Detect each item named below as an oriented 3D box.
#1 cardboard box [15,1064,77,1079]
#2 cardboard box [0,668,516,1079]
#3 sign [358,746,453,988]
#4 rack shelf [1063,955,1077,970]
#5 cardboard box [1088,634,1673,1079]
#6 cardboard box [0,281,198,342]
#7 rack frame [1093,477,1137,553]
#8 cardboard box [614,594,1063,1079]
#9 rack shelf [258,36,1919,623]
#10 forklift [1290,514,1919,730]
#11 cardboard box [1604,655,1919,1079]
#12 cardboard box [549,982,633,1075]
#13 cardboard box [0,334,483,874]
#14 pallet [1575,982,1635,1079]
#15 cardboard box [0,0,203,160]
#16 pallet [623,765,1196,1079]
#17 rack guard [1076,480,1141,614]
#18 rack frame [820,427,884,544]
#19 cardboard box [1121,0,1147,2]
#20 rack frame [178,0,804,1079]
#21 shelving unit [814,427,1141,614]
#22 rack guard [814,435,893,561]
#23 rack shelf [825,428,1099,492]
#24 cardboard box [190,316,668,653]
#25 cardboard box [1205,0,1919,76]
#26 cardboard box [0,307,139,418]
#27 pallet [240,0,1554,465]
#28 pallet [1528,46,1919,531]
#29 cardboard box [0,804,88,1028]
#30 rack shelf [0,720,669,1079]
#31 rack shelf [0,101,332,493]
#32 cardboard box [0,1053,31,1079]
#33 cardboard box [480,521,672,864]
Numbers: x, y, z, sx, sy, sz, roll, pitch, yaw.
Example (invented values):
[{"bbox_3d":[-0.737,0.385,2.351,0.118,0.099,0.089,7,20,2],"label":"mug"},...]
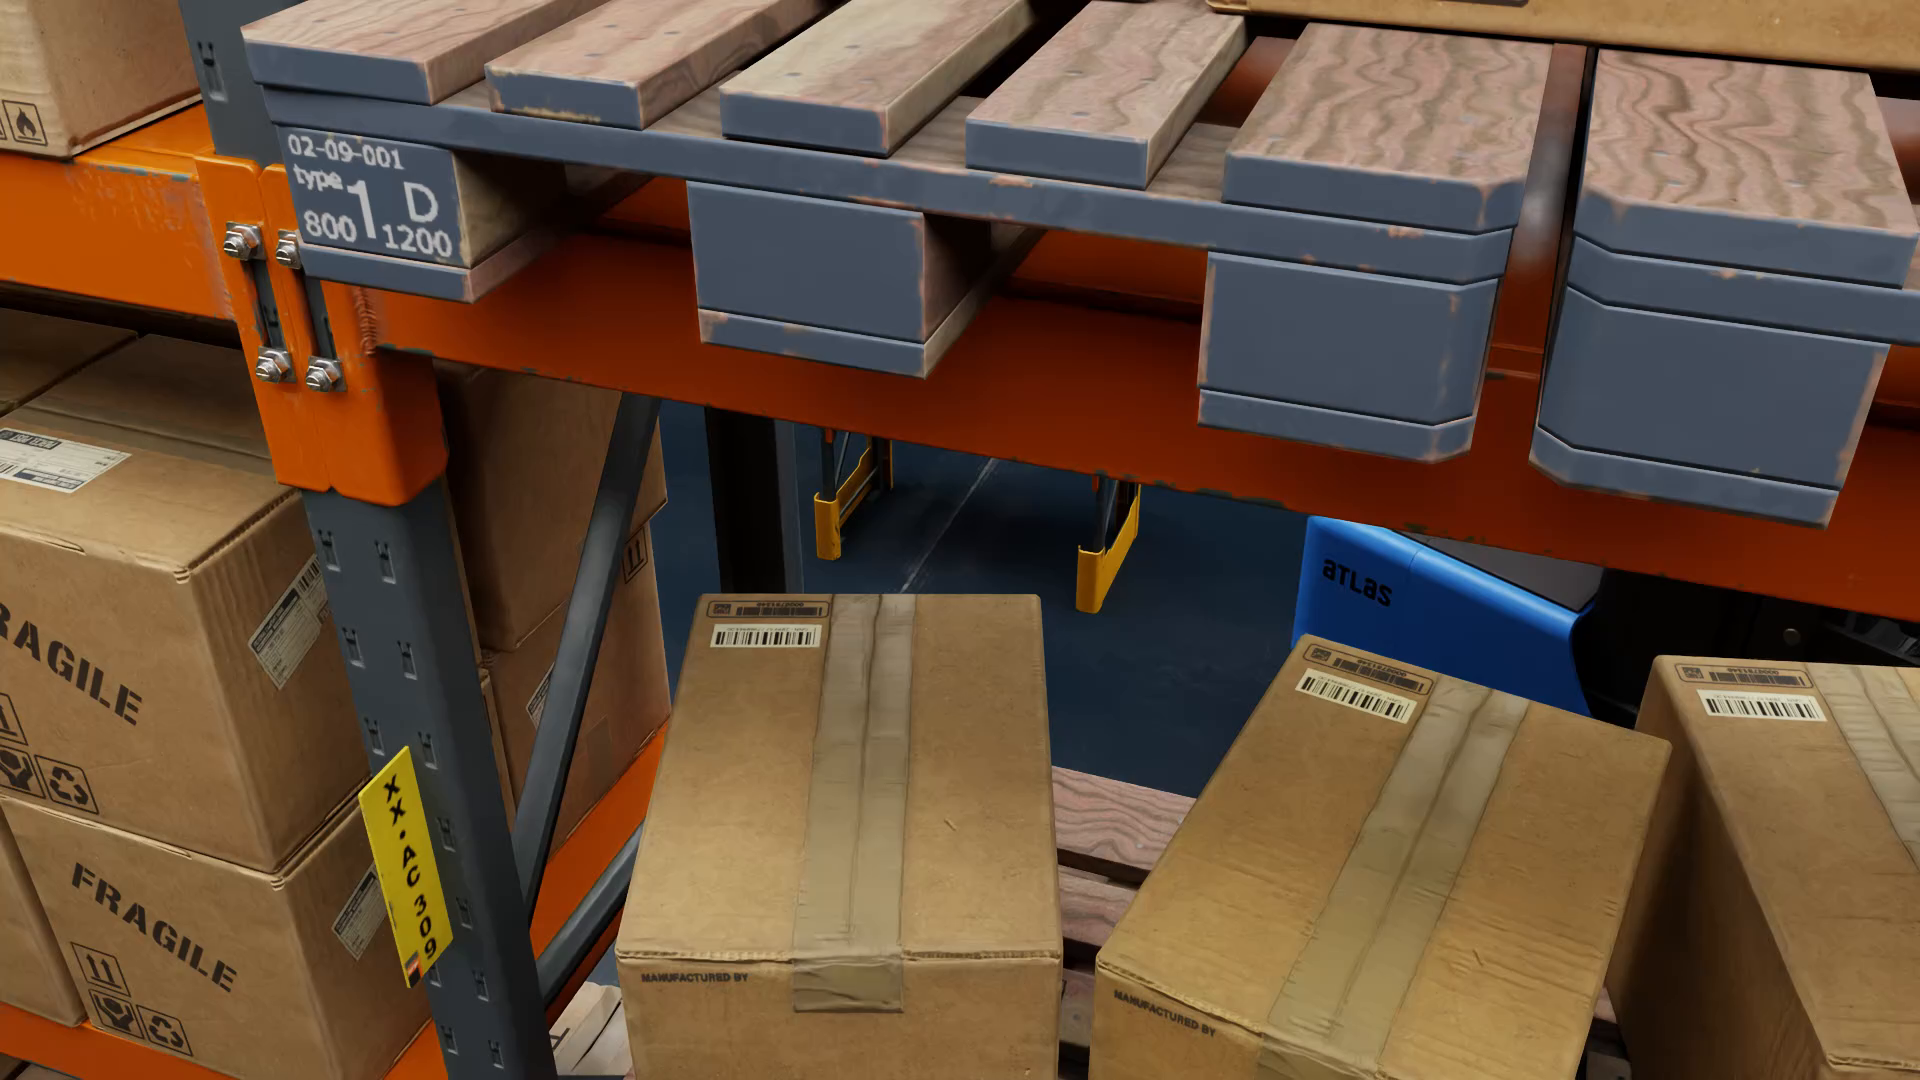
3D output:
[{"bbox_3d":[-1.842,1.340,3.482,0.500,0.311,0.500,11,34,16],"label":"cardboard box"},{"bbox_3d":[-1.061,0.490,2.634,0.500,0.500,0.500,12,35,17],"label":"cardboard box"},{"bbox_3d":[-0.680,0.407,2.056,0.005,0.325,0.100,11,34,16],"label":"sign"},{"bbox_3d":[1.379,1.160,2.350,4.000,0.370,1.077,11,34,16],"label":"rack shelf"},{"bbox_3d":[0.535,0.568,2.125,0.500,0.500,0.700,17,36,24],"label":"cardboard box"},{"bbox_3d":[-1.339,-0.294,2.926,0.500,0.500,0.500,10,34,15],"label":"cardboard box"},{"bbox_3d":[0.559,-0.521,5.675,0.032,1.500,0.500,11,34,16],"label":"rack frame"},{"bbox_3d":[-0.134,0.475,2.270,0.500,0.500,0.700,0,33,0],"label":"cardboard box"},{"bbox_3d":[1.379,-0.100,1.537,4.000,0.370,1.077,11,34,16],"label":"rack shelf"},{"bbox_3d":[2.314,-0.048,3.622,1.130,2.935,3.031,-28,42,-36],"label":"forklift"},{"bbox_3d":[1.180,0.566,2.129,0.500,0.500,0.700,3,33,4],"label":"cardboard box"},{"bbox_3d":[-0.826,1.250,3.622,0.500,0.311,0.500,11,34,16],"label":"cardboard box"},{"bbox_3d":[-1.068,0.070,2.362,0.500,0.500,0.500,11,34,17],"label":"cardboard box"},{"bbox_3d":[1.429,0.951,2.188,1.213,0.211,1.003,11,34,16],"label":"pallet"},{"bbox_3d":[-1.052,-0.658,1.877,0.500,0.250,0.500,11,34,16],"label":"cardboard box"},{"bbox_3d":[0.211,0.775,2.461,1.213,0.211,1.003,11,34,16],"label":"pallet"},{"bbox_3d":[0.541,0.000,6.019,0.087,0.250,0.587,11,34,16],"label":"rack guard"},{"bbox_3d":[-0.398,-0.707,5.963,0.032,1.500,0.500,11,34,16],"label":"rack frame"},{"bbox_3d":[-0.055,-0.899,1.539,0.600,0.600,0.600,8,34,12],"label":"cardboard box"},{"bbox_3d":[-0.505,0.494,2.720,0.053,2.616,0.949,11,34,16],"label":"rack frame"},{"bbox_3d":[0.072,-0.616,5.822,1.083,1.500,0.587,11,34,16],"label":"shelving unit"},{"bbox_3d":[-0.397,-0.182,6.302,0.087,0.250,0.587,11,34,16],"label":"rack guard"},{"bbox_3d":[0.080,-0.463,5.917,1.000,0.185,0.538,11,34,16],"label":"rack shelf"},{"bbox_3d":[-0.853,-0.200,2.780,0.500,0.500,0.500,12,35,18],"label":"cardboard box"},{"bbox_3d":[0.582,-0.788,1.368,0.600,0.600,0.600,11,34,16],"label":"cardboard box"},{"bbox_3d":[-1.551,-0.023,2.506,0.500,0.500,0.500,10,34,16],"label":"cardboard box"},{"bbox_3d":[0.086,-0.534,1.719,1.003,0.211,1.213,11,34,16],"label":"pallet"},{"bbox_3d":[1.063,-0.346,1.428,1.003,0.211,1.213,11,34,16],"label":"pallet"},{"bbox_3d":[-1.547,0.396,2.779,0.500,0.500,0.500,12,35,18],"label":"cardboard box"},{"bbox_3d":[-2.387,0.428,3.484,4.000,0.370,1.077,11,34,16],"label":"rack shelf"},{"bbox_3d":[-2.387,-0.832,2.671,4.000,0.370,1.077,11,34,16],"label":"rack shelf"},{"bbox_3d":[-2.275,1.015,3.808,0.637,0.503,0.797,11,34,16],"label":"cardboard box"},{"bbox_3d":[-0.892,0.218,3.055,0.500,0.500,0.500,12,35,18],"label":"cardboard box"}]
